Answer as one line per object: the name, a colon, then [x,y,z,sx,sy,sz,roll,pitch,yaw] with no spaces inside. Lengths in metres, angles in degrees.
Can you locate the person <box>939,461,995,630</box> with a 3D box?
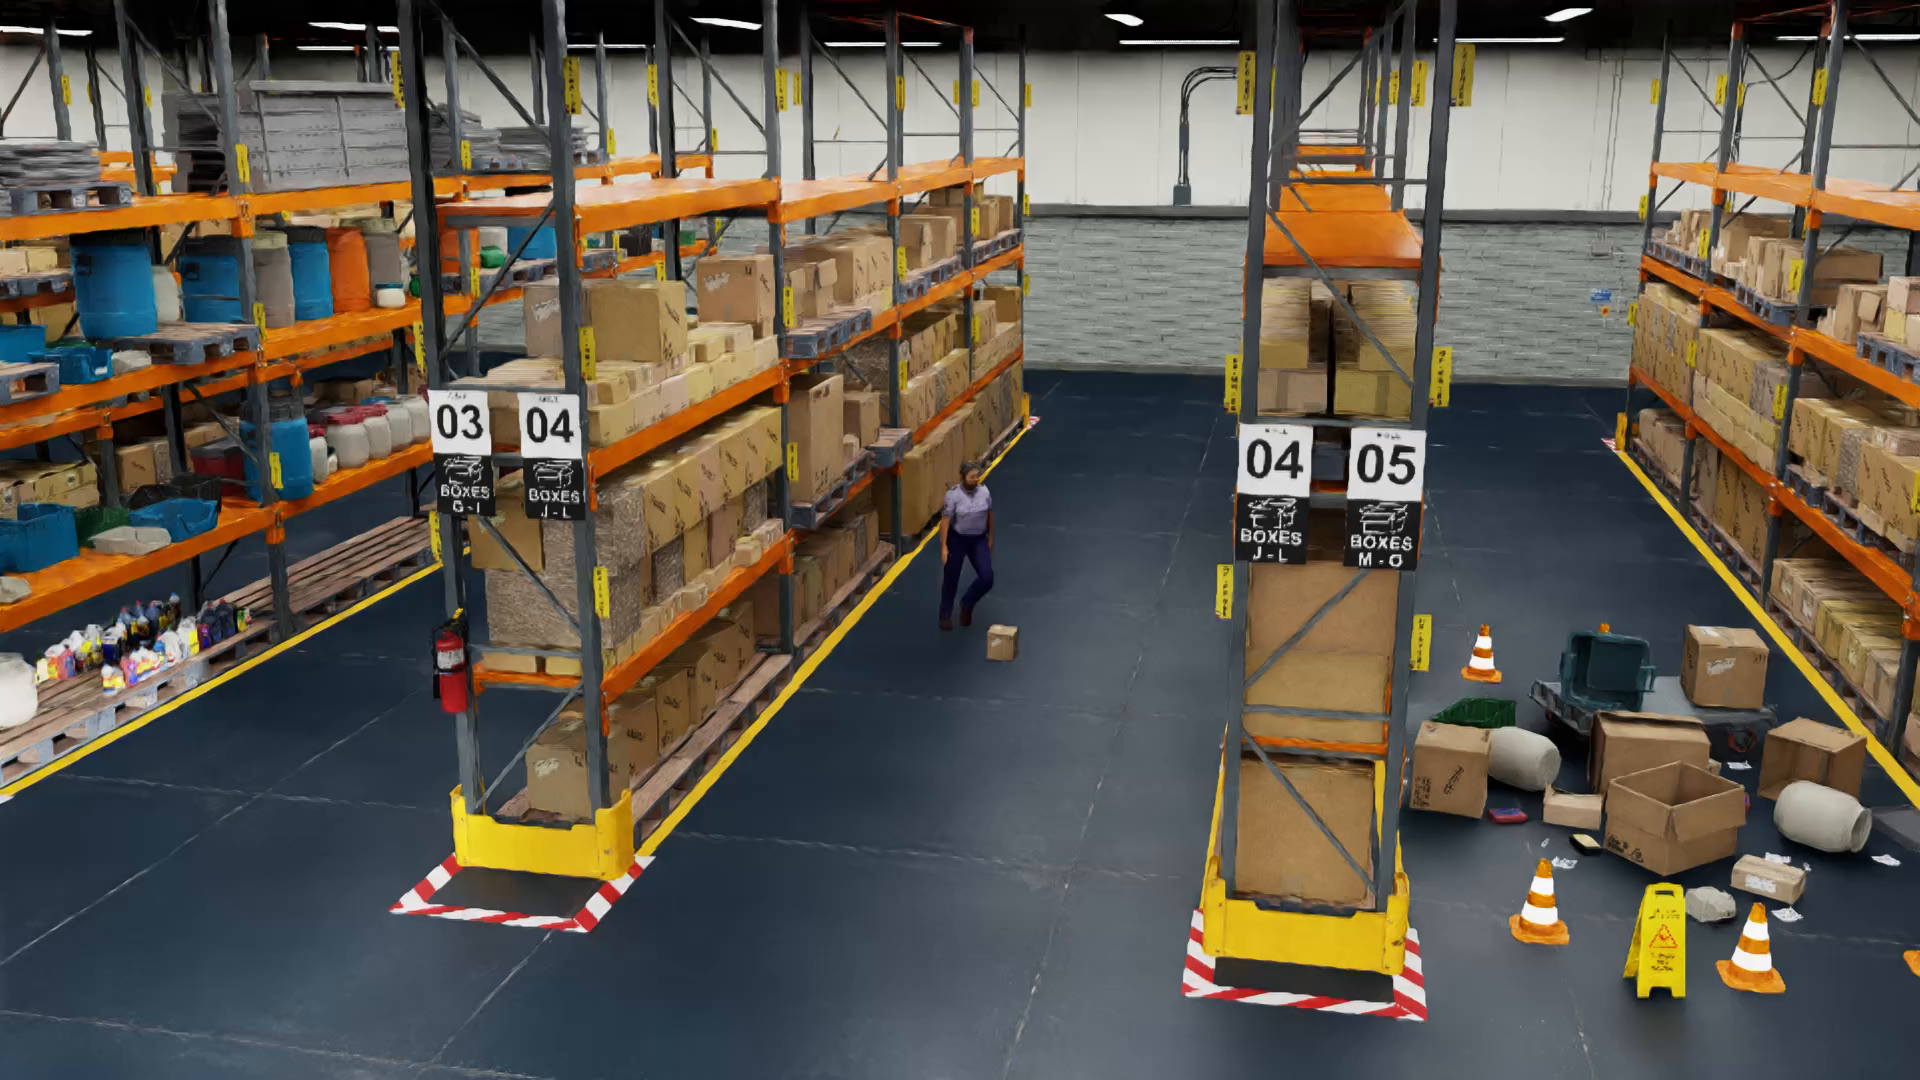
person: [0.059,0.050,15.817,0.616,1.647,0.480,-6,16,-20]
